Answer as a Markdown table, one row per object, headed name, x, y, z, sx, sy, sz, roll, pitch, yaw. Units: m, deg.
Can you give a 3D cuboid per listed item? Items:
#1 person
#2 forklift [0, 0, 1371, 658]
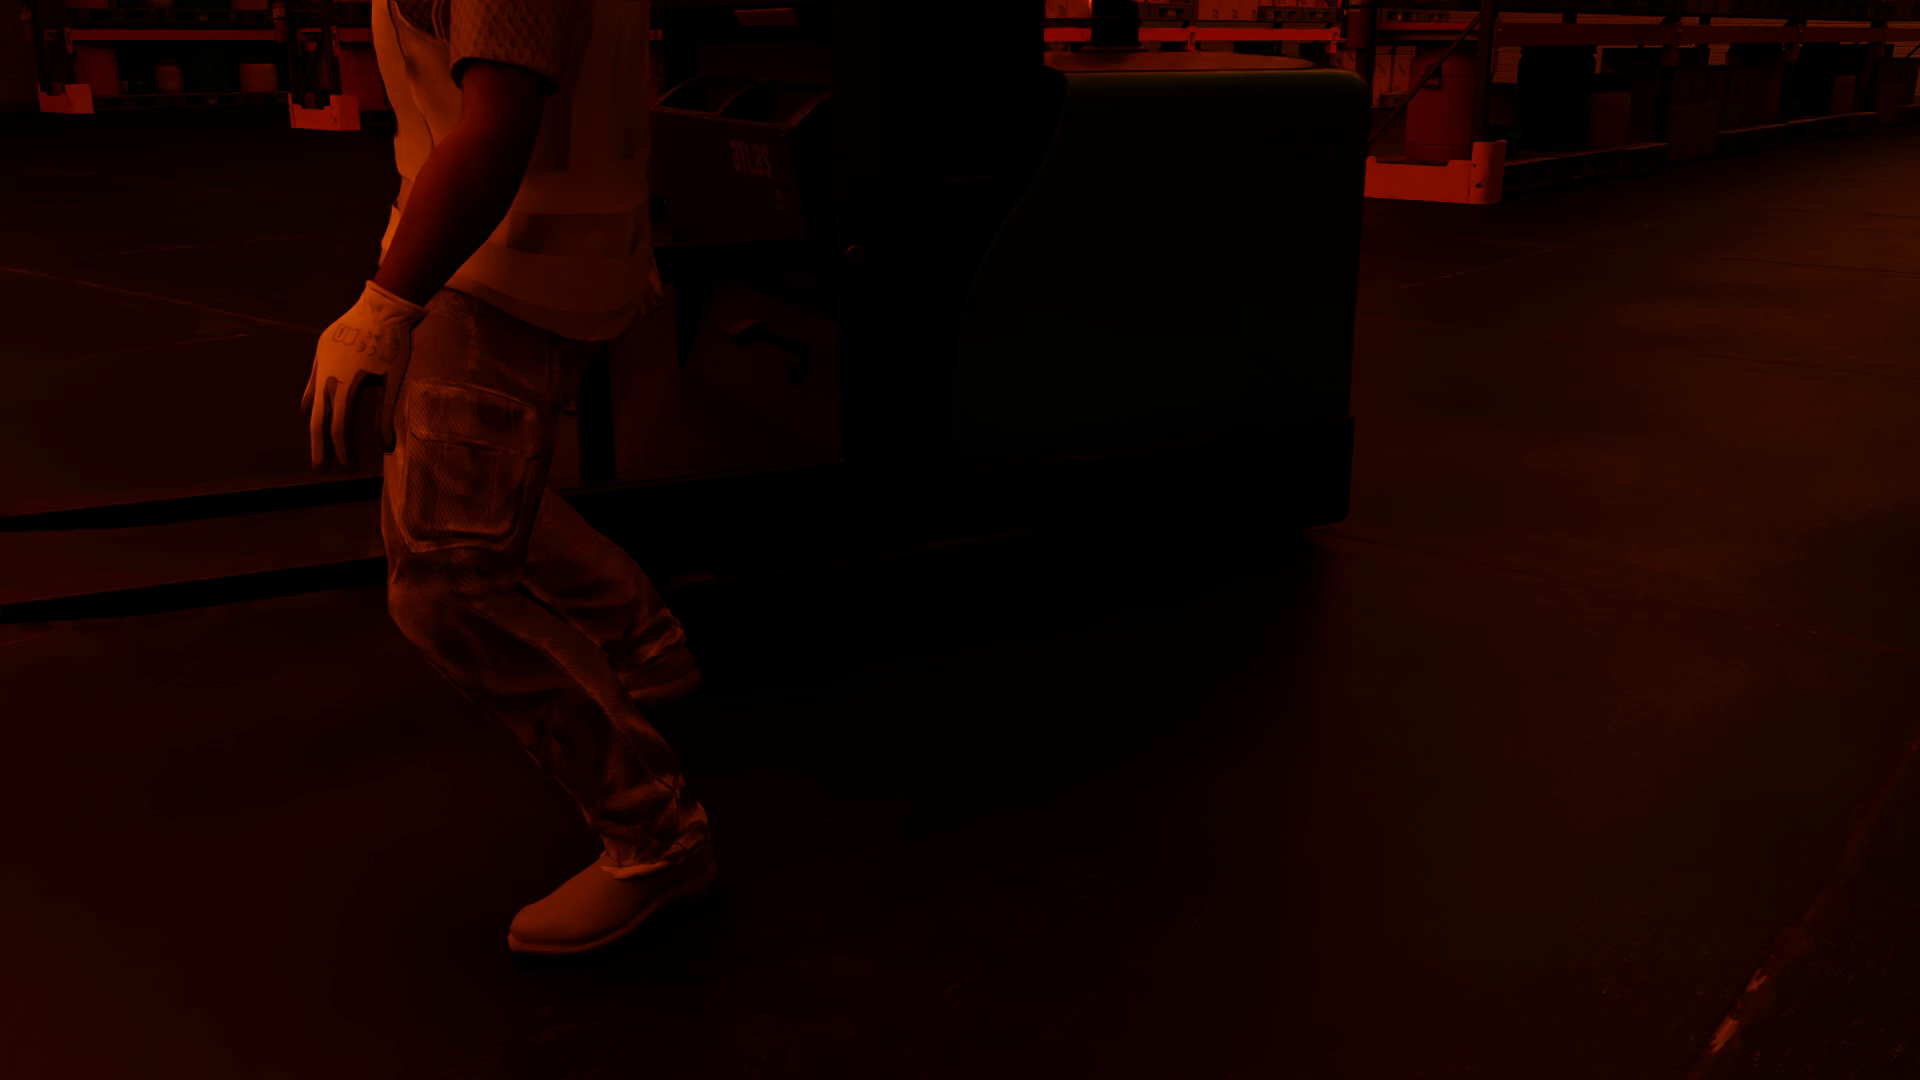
| name | x | y | z | sx | sy | sz | roll | pitch | yaw |
| --- | --- | --- | --- | --- | --- | --- | --- | --- | --- |
| person | -0.606 | -0.374 | 2.268 | 0.541 | 1.686 | 0.951 | 0 | 17 | 0 |
| forklift | -0.644 | -1.326 | 3.265 | 3.031 | 2.935 | 1.130 | -8 | 19 | -25 |
